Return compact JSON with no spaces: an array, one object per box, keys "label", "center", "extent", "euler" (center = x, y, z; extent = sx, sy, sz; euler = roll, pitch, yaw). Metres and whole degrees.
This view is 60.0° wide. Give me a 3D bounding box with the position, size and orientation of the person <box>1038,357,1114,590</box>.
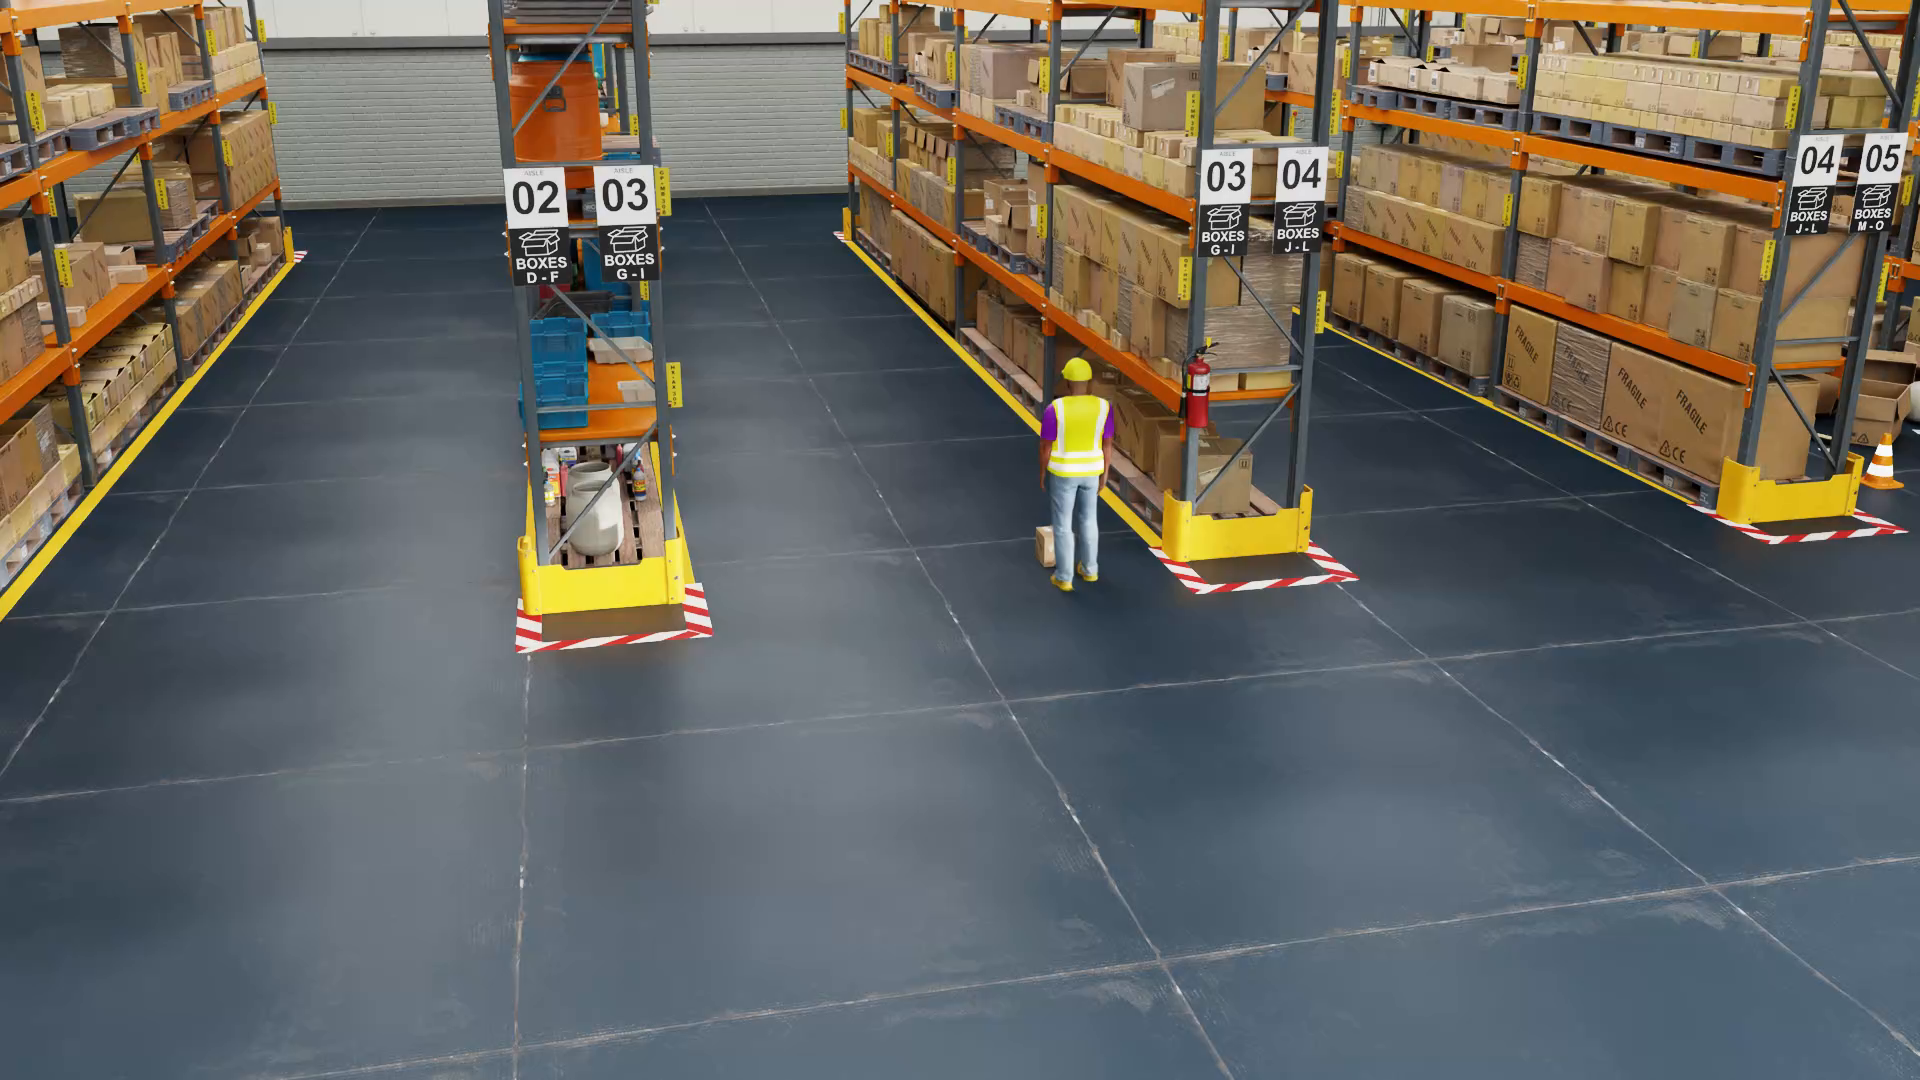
[{"label":"person","center":[0.854,-0.511,12.513],"extent":[0.564,1.770,0.437],"euler":[-4,20,-11]}]
